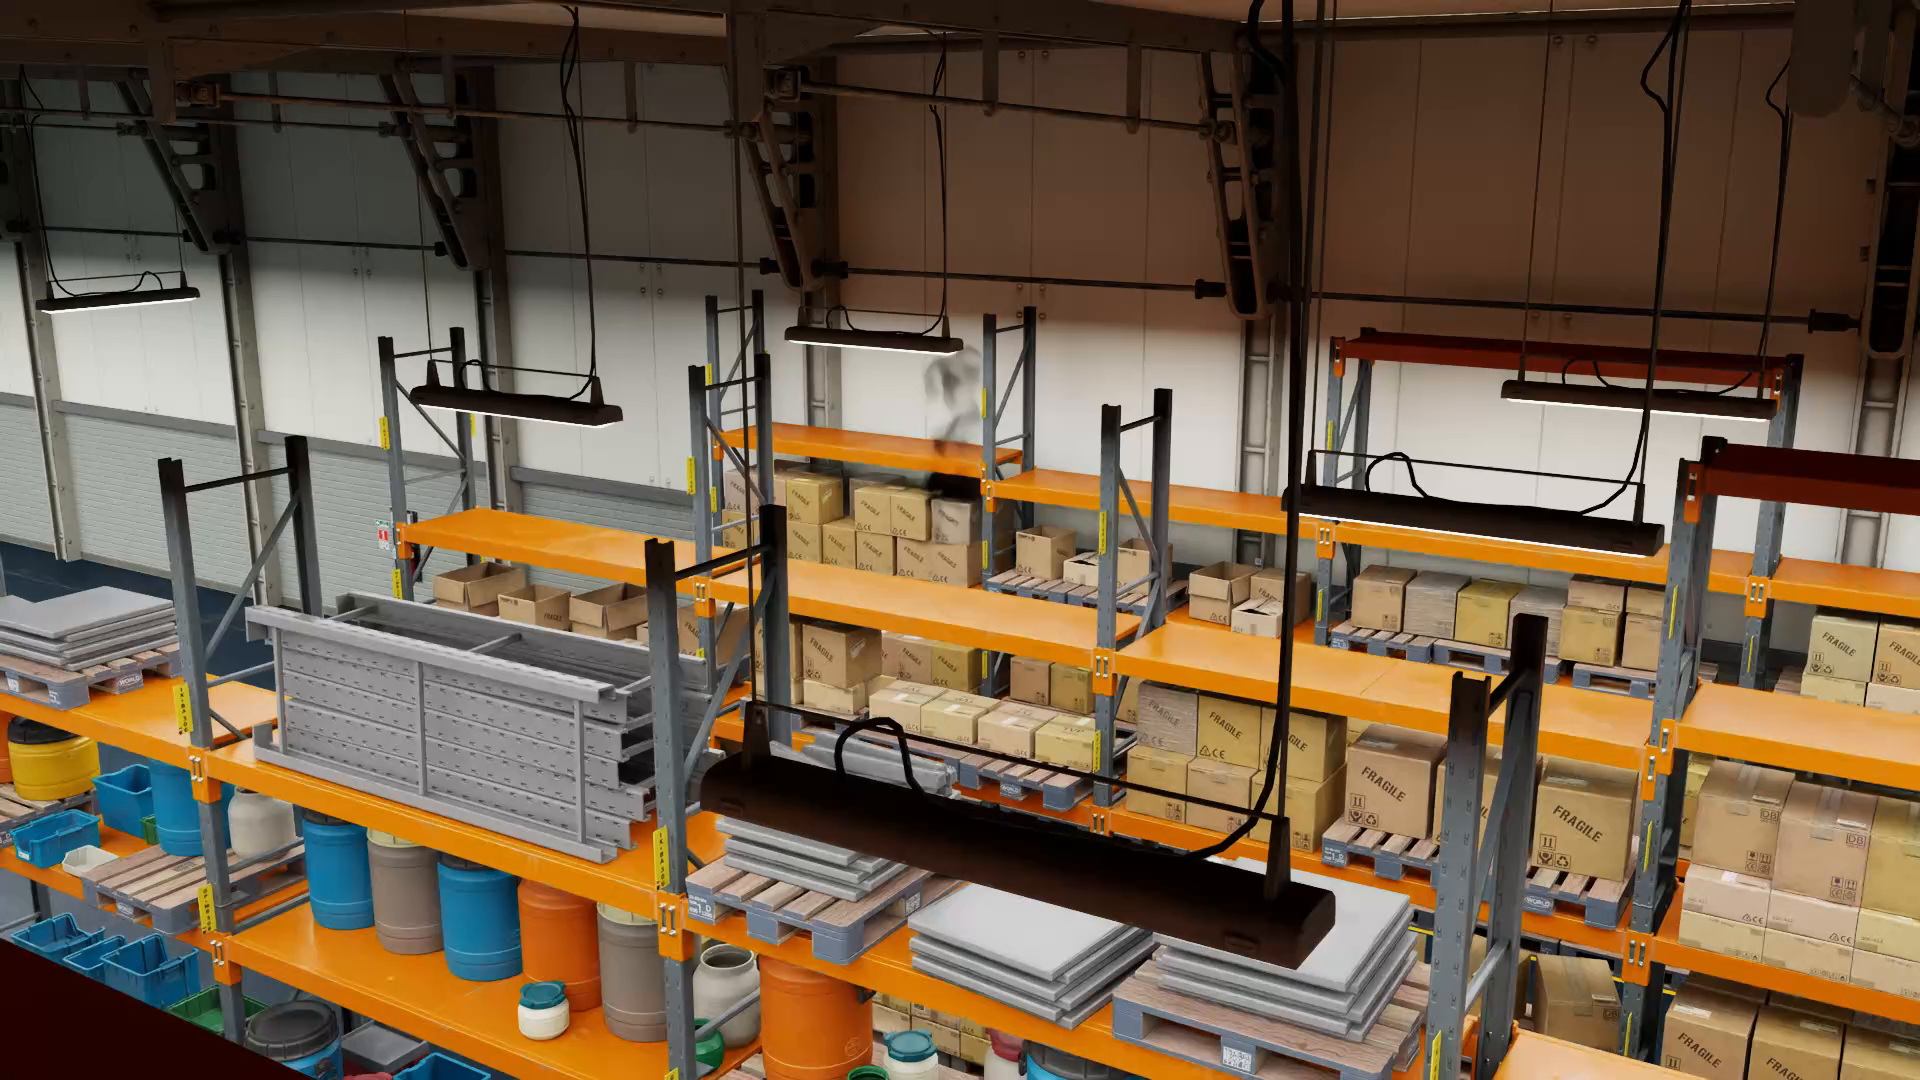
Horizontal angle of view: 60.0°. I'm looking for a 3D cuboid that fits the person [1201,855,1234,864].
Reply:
[{"bbox_3d":[2.406,3.464,15.828,0.583,1.633,0.586,8,16,28],"label":"person"}]
